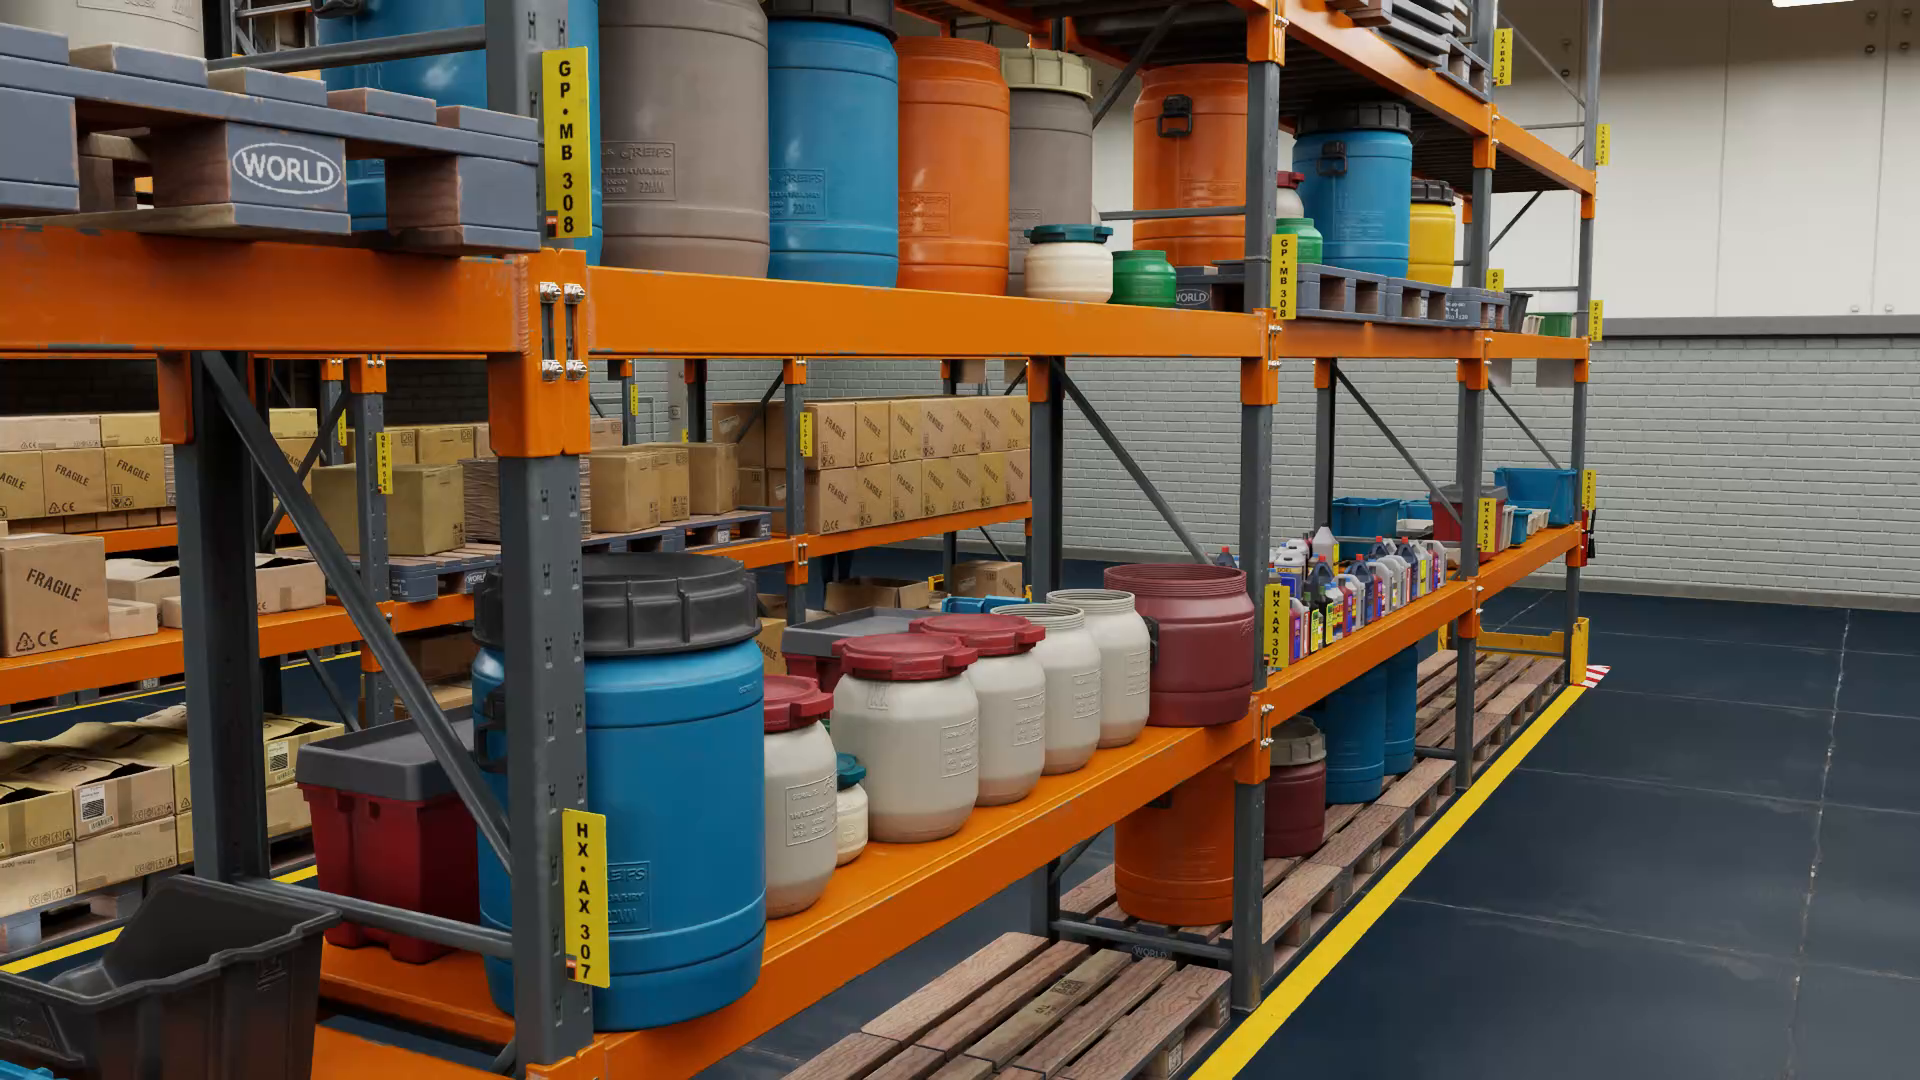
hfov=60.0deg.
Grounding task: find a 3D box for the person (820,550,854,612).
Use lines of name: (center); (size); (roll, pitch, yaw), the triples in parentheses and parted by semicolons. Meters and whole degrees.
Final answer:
person: (-1.273, 0.050, 16.629); (0.419, 1.586, 0.482); (3, 7, 25)
